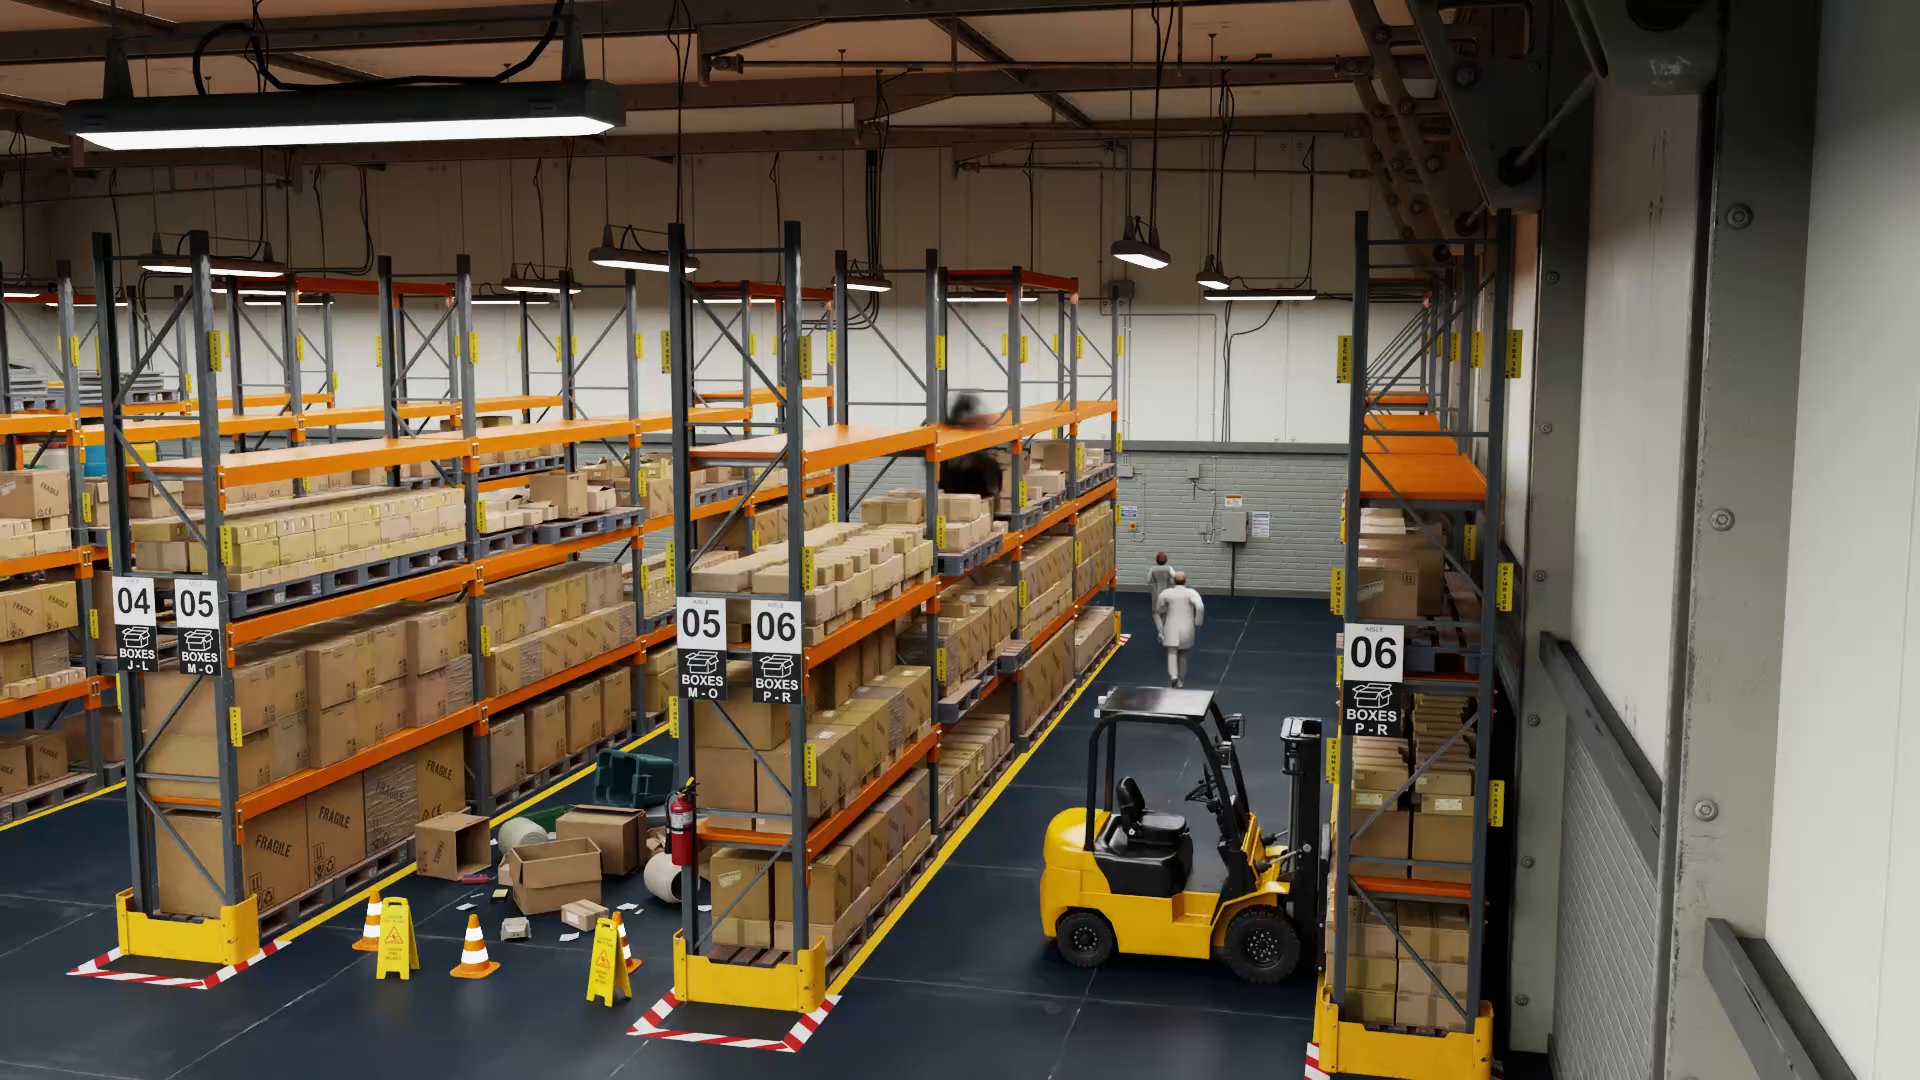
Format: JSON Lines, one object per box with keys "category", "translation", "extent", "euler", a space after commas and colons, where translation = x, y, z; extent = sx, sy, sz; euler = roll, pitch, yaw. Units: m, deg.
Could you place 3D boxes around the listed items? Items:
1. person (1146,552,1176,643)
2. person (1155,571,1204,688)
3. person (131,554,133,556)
{"category": "person", "translation": [3.399, 0.967, 27.943], "extent": [0.546, 1.579, 0.850], "euler": [0, 7, 2]}
{"category": "person", "translation": [3.171, 1.322, 24.078], "extent": [0.704, 1.761, 1.049], "euler": [1, 7, 7]}
{"category": "person", "translation": [-15.564, 0.488, 31.302], "extent": [0.658, 1.836, 0.751], "euler": [0, 7, 2]}
